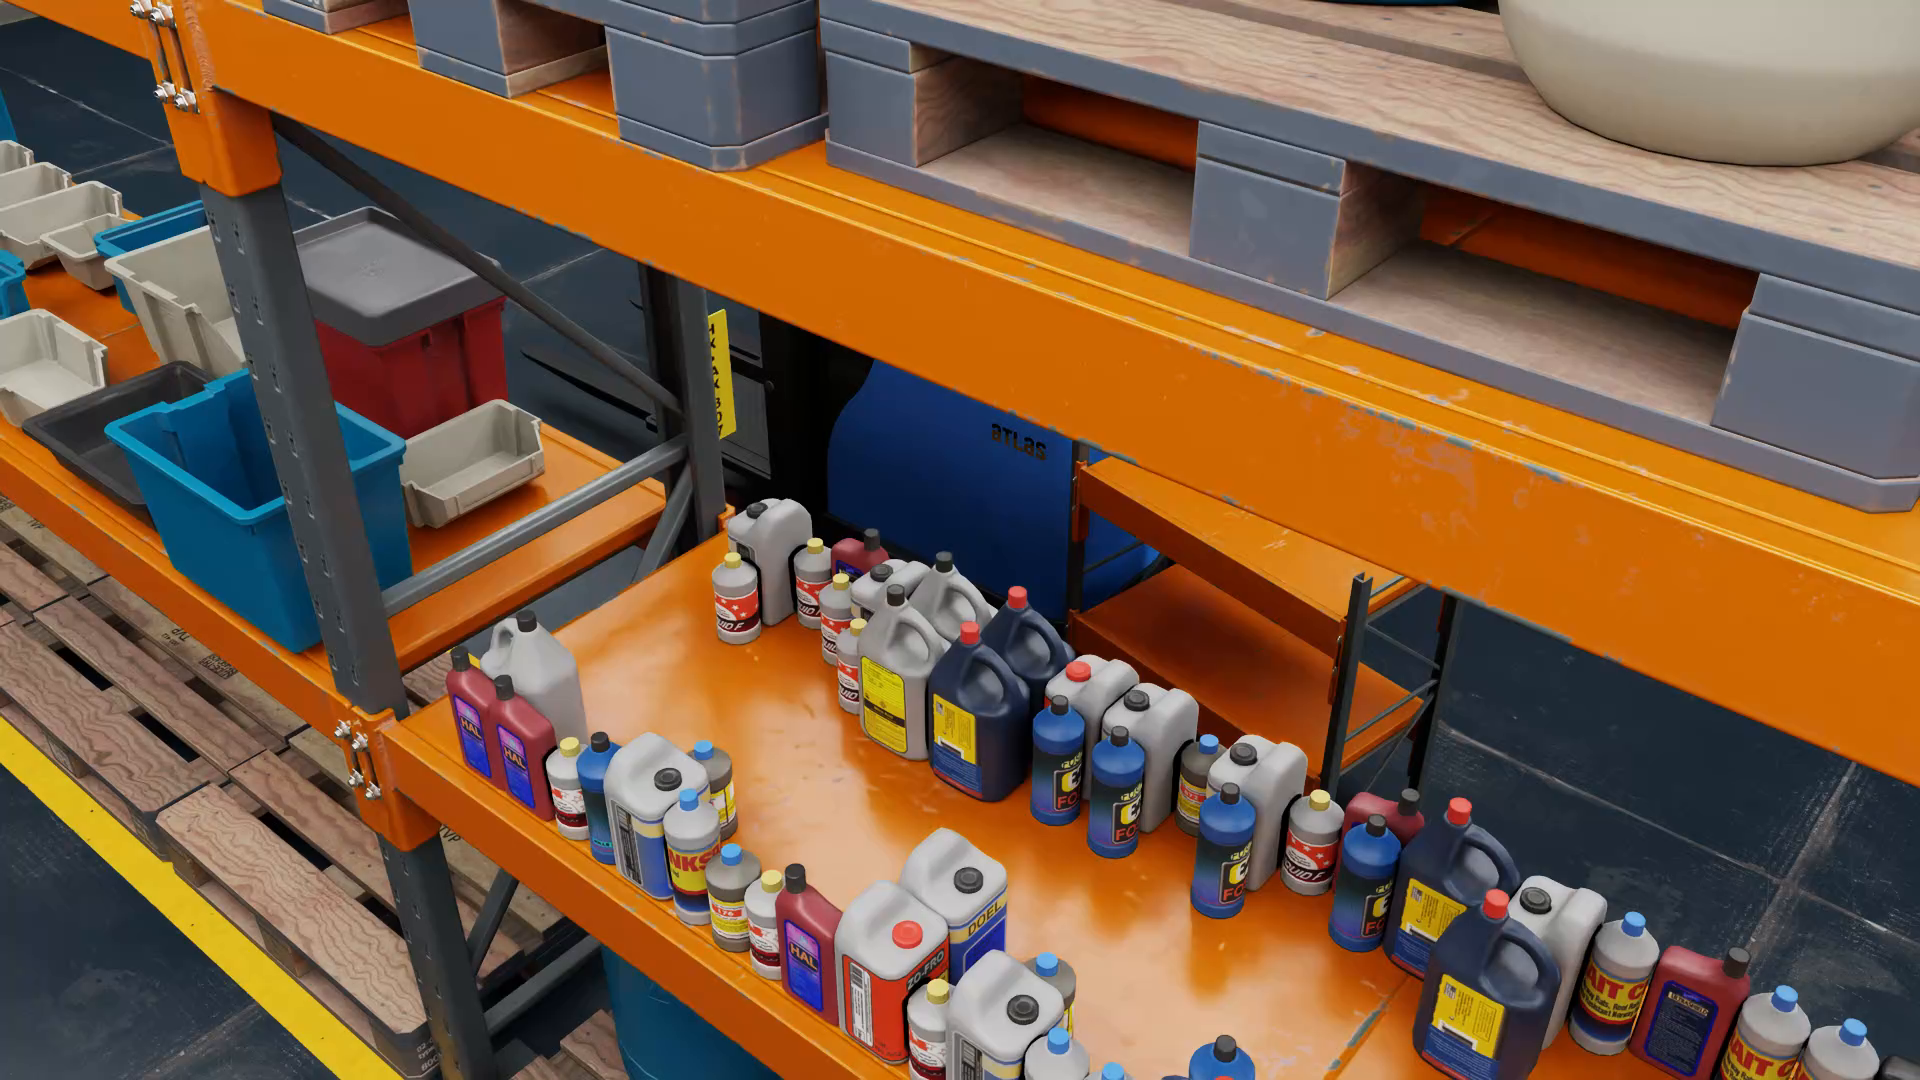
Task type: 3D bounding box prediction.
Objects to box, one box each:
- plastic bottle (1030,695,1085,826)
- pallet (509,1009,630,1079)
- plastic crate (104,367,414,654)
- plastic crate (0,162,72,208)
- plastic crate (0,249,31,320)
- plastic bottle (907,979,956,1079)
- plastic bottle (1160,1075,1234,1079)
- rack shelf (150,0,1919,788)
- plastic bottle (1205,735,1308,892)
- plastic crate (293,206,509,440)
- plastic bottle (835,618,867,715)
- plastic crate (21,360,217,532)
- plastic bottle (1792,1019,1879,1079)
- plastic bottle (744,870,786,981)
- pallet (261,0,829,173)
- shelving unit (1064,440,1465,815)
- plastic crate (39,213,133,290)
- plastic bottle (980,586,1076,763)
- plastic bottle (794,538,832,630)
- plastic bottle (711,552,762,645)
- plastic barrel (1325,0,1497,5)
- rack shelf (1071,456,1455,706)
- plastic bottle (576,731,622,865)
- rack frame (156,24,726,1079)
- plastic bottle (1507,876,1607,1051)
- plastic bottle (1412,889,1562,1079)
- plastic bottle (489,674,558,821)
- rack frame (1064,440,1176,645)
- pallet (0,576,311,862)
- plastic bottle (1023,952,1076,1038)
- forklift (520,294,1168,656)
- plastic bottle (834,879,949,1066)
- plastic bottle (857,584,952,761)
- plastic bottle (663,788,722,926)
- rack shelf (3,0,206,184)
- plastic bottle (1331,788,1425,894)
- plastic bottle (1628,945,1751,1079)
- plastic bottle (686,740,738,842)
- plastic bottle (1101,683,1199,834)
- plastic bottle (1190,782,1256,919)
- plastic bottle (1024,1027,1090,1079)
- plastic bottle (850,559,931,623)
[{"bbox_3d":[0.183,0.405,3.124,0.097,0.271,0.097,0,34,0],"label":"plastic bottle"},{"bbox_3d":[-0.363,1.421,3.994,1.213,0.211,1.003,25,42,32],"label":"pallet"},{"bbox_3d":[-1.506,-0.065,3.656,0.575,0.384,0.392,25,42,32],"label":"plastic crate"},{"bbox_3d":[-3.047,-1.063,5.328,0.243,0.136,0.396,25,42,32],"label":"plastic crate"},{"bbox_3d":[-2.782,-0.612,4.587,0.300,0.233,0.416,25,42,32],"label":"plastic crate"},{"bbox_3d":[-0.034,0.779,2.642,0.097,0.201,0.097,0,34,0],"label":"plastic bottle"},{"bbox_3d":[0.342,0.877,2.367,0.185,0.351,0.144,25,42,32],"label":"plastic bottle"},{"bbox_3d":[0.608,-0.242,1.938,4.000,0.370,1.077,25,42,32],"label":"rack shelf"},{"bbox_3d":[0.530,0.475,3.018,0.135,0.276,0.152,25,42,32],"label":"plastic bottle"},{"bbox_3d":[-1.455,-0.510,4.233,0.583,0.464,0.402,25,42,32],"label":"plastic crate"},{"bbox_3d":[-0.204,0.251,3.410,0.097,0.201,0.097,0,34,0],"label":"plastic bottle"},{"bbox_3d":[-1.962,-0.226,4.119,0.590,0.125,0.437,25,42,32],"label":"plastic crate"},{"bbox_3d":[1.312,0.825,2.513,0.097,0.271,0.097,0,34,0],"label":"plastic bottle"},{"bbox_3d":[-0.315,0.646,2.835,0.097,0.201,0.097,0,34,0],"label":"plastic bottle"},{"bbox_3d":[-0.264,-0.943,2.491,1.003,0.211,1.213,25,42,32],"label":"pallet"},{"bbox_3d":[0.852,0.251,4.891,0.538,1.125,1.048,-25,42,-32],"label":"shelving unit"},{"bbox_3d":[-2.578,-0.874,5.052,0.250,0.136,0.298,25,42,32],"label":"plastic crate"},{"bbox_3d":[0.128,0.252,3.277,0.185,0.351,0.144,25,42,32],"label":"plastic bottle"},{"bbox_3d":[-0.313,0.088,3.648,0.097,0.201,0.097,0,34,0],"label":"plastic bottle"},{"bbox_3d":[-0.485,0.119,3.603,0.097,0.201,0.097,0,34,0],"label":"plastic bottle"},{"bbox_3d":[0.480,-1.091,1.725,0.708,0.901,0.600,25,42,32],"label":"plastic barrel"},{"bbox_3d":[0.852,0.010,4.725,0.538,0.278,1.000,-25,42,-32],"label":"rack shelf"},{"bbox_3d":[-0.643,0.463,3.040,0.097,0.271,0.097,0,34,0],"label":"plastic bottle"},{"bbox_3d":[-0.929,-0.026,3.638,0.127,3.000,1.000,25,42,32],"label":"rack frame"},{"bbox_3d":[0.953,0.674,2.728,0.135,0.276,0.152,25,42,32],"label":"plastic bottle"},{"bbox_3d":[0.839,0.699,2.626,0.185,0.351,0.144,25,42,32],"label":"plastic bottle"},{"bbox_3d":[-0.818,0.389,3.137,0.133,0.283,0.061,25,42,32],"label":"plastic bottle"},{"bbox_3d":[0.527,0.030,5.213,0.500,1.125,0.032,-25,42,-32],"label":"rack frame"},{"bbox_3d":[-2.461,0.432,5.434,1.213,0.211,1.003,25,42,32],"label":"pallet"},{"bbox_3d":[0.138,0.748,2.687,0.097,0.201,0.097,0,34,0],"label":"plastic bottle"},{"bbox_3d":[-0.486,-1.435,5.751,3.031,2.935,1.130,25,42,32],"label":"forklift"},{"bbox_3d":[-0.106,0.694,2.700,0.135,0.276,0.152,25,42,32],"label":"plastic bottle"},{"bbox_3d":[-0.106,0.248,3.283,0.185,0.351,0.144,25,42,32],"label":"plastic bottle"},{"bbox_3d":[-0.465,0.547,2.918,0.097,0.271,0.097,0,34,0],"label":"plastic bottle"},{"bbox_3d":[-2.466,-1.690,4.048,4.000,0.370,1.077,25,42,32],"label":"rack shelf"},{"bbox_3d":[0.737,0.536,2.923,0.133,0.283,0.061,25,42,32],"label":"plastic bottle"},{"bbox_3d":[1.160,0.735,2.633,0.133,0.283,0.061,25,42,32],"label":"plastic bottle"},{"bbox_3d":[-0.471,0.461,3.105,0.097,0.201,0.097,0,34,0],"label":"plastic bottle"},{"bbox_3d":[0.352,0.391,3.141,0.135,0.276,0.152,25,42,32],"label":"plastic bottle"},{"bbox_3d":[0.465,0.538,2.931,0.097,0.271,0.097,0,34,0],"label":"plastic bottle"},{"bbox_3d":[0.144,0.834,2.500,0.097,0.271,0.097,0,34,0],"label":"plastic bottle"},{"bbox_3d":[-0.139,0.160,3.478,0.135,0.276,0.152,25,42,32],"label":"plastic bottle"}]
